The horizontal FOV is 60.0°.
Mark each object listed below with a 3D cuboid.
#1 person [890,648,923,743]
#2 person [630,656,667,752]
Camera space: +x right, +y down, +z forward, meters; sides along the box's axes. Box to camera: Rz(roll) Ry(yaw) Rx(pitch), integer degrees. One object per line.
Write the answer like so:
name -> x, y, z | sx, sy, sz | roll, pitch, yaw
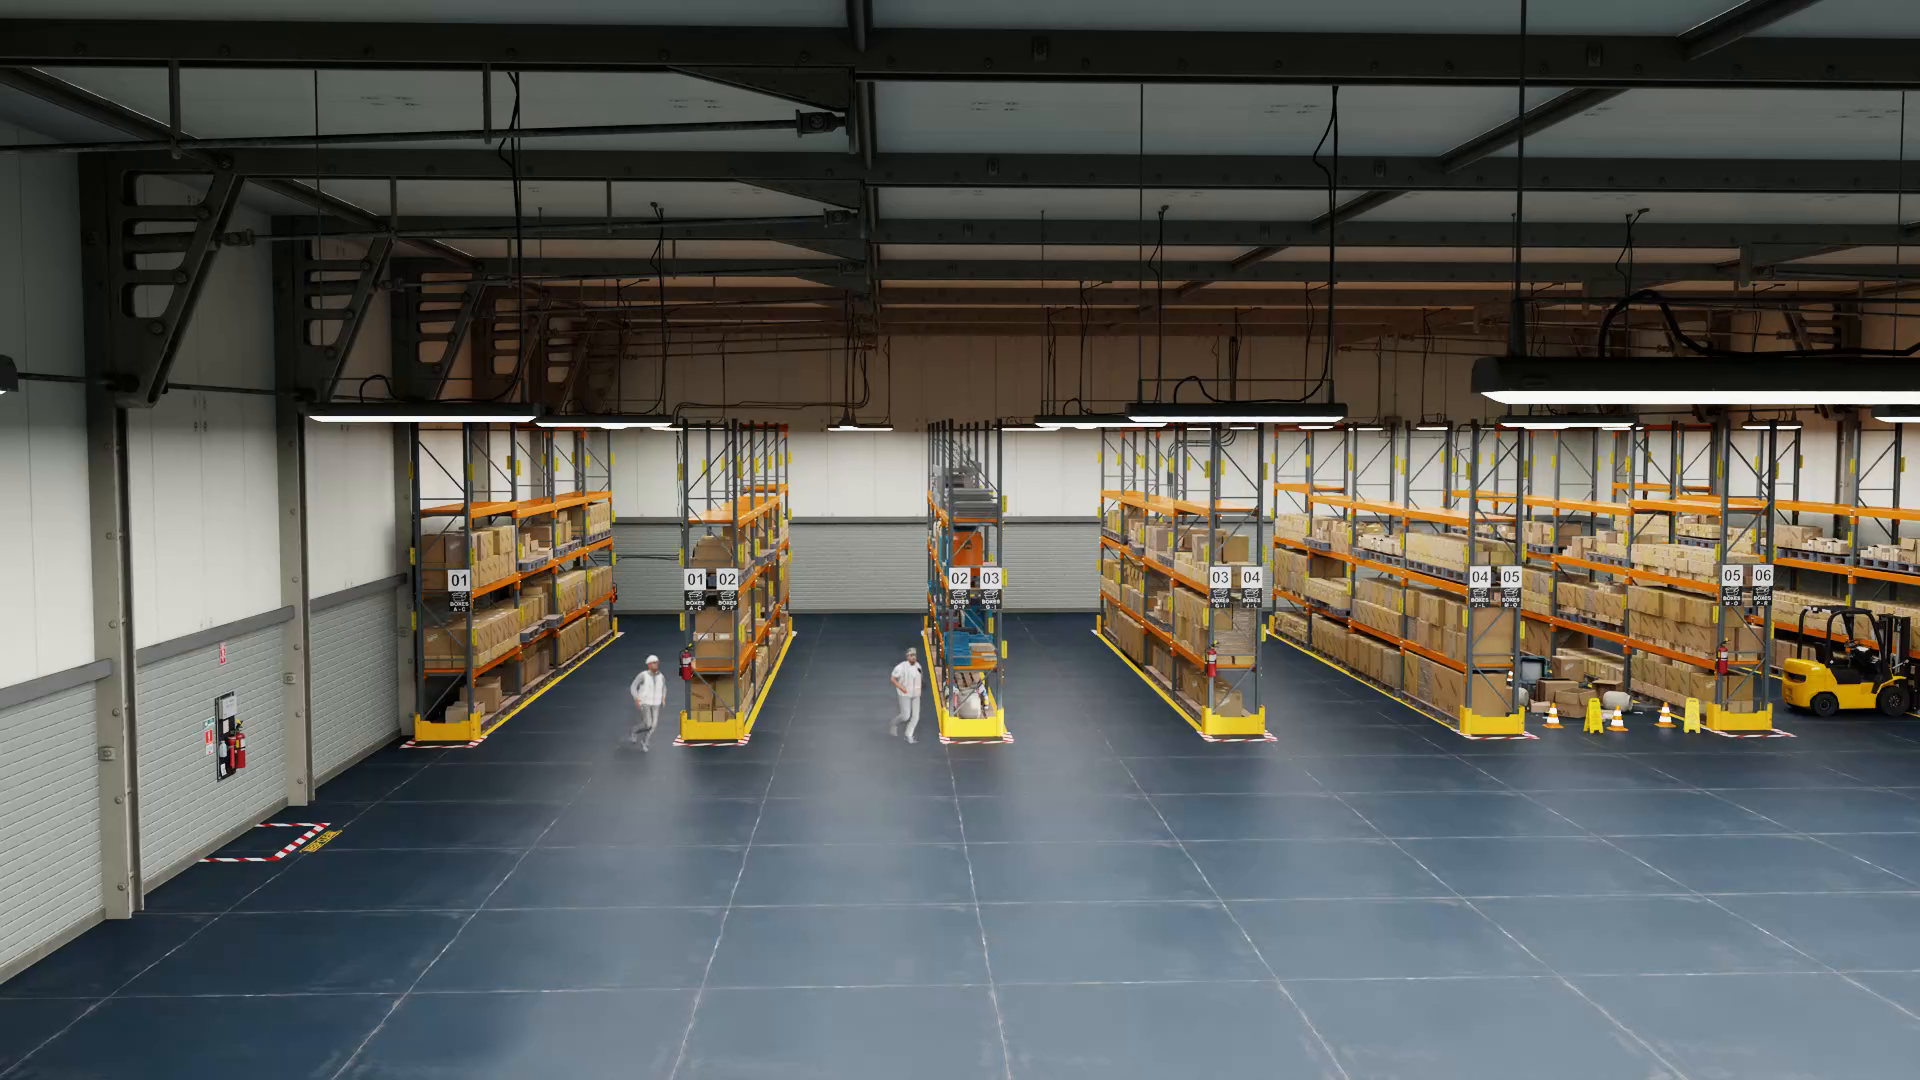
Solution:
person -> -0.974, 2.884, 31.056 | 0.672, 1.778, 0.612 | -2, 4, -32
person -> -5.594, 2.946, 30.096 | 0.691, 1.700, 0.565 | -3, 5, -38
